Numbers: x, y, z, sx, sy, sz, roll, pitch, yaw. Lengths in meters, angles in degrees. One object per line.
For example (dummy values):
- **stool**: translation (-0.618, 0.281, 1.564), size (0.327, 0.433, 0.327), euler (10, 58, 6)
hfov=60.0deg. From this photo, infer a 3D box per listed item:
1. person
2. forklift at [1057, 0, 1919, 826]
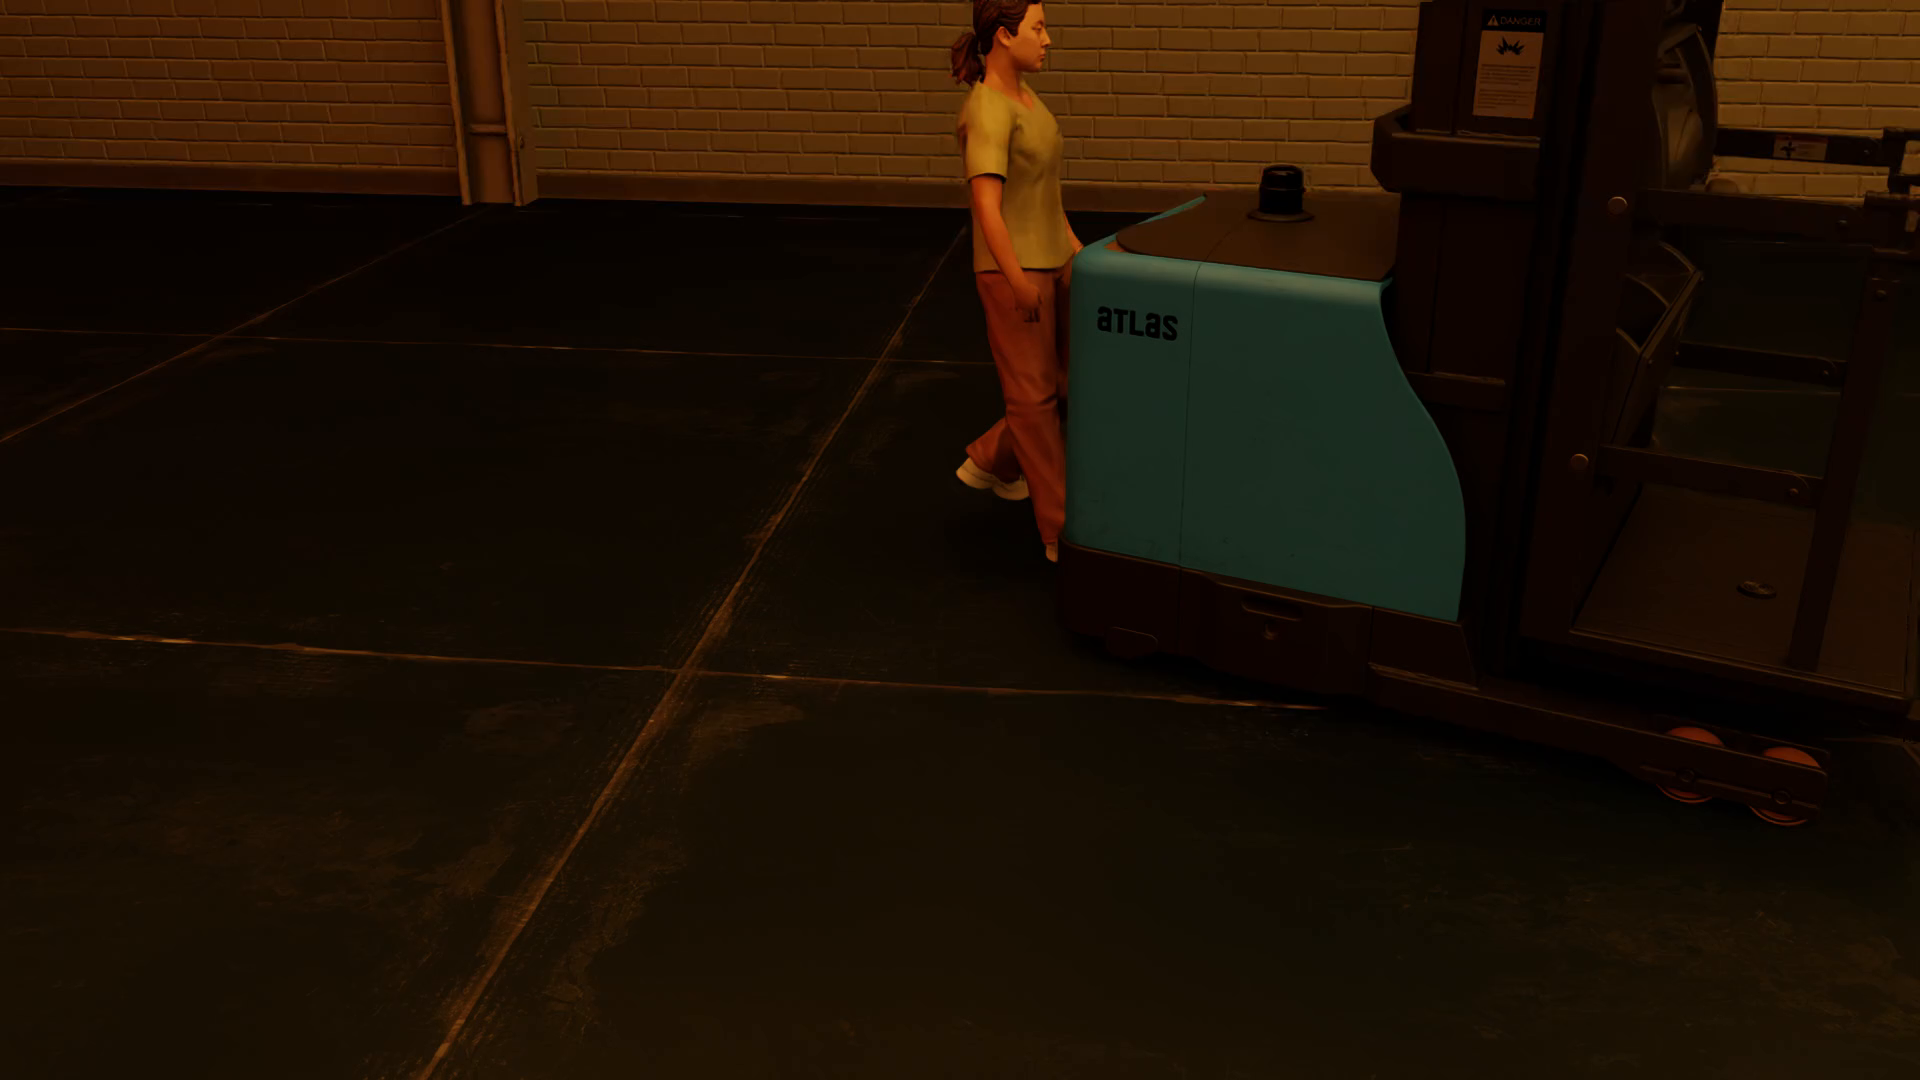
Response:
- **person**: translation (0.303, -0.789, 4.885), size (0.704, 1.608, 0.634), euler (9, 23, 20)
- **forklift**: translation (1.799, -0.963, 3.646), size (3.031, 2.935, 1.130), euler (12, 25, 27)
